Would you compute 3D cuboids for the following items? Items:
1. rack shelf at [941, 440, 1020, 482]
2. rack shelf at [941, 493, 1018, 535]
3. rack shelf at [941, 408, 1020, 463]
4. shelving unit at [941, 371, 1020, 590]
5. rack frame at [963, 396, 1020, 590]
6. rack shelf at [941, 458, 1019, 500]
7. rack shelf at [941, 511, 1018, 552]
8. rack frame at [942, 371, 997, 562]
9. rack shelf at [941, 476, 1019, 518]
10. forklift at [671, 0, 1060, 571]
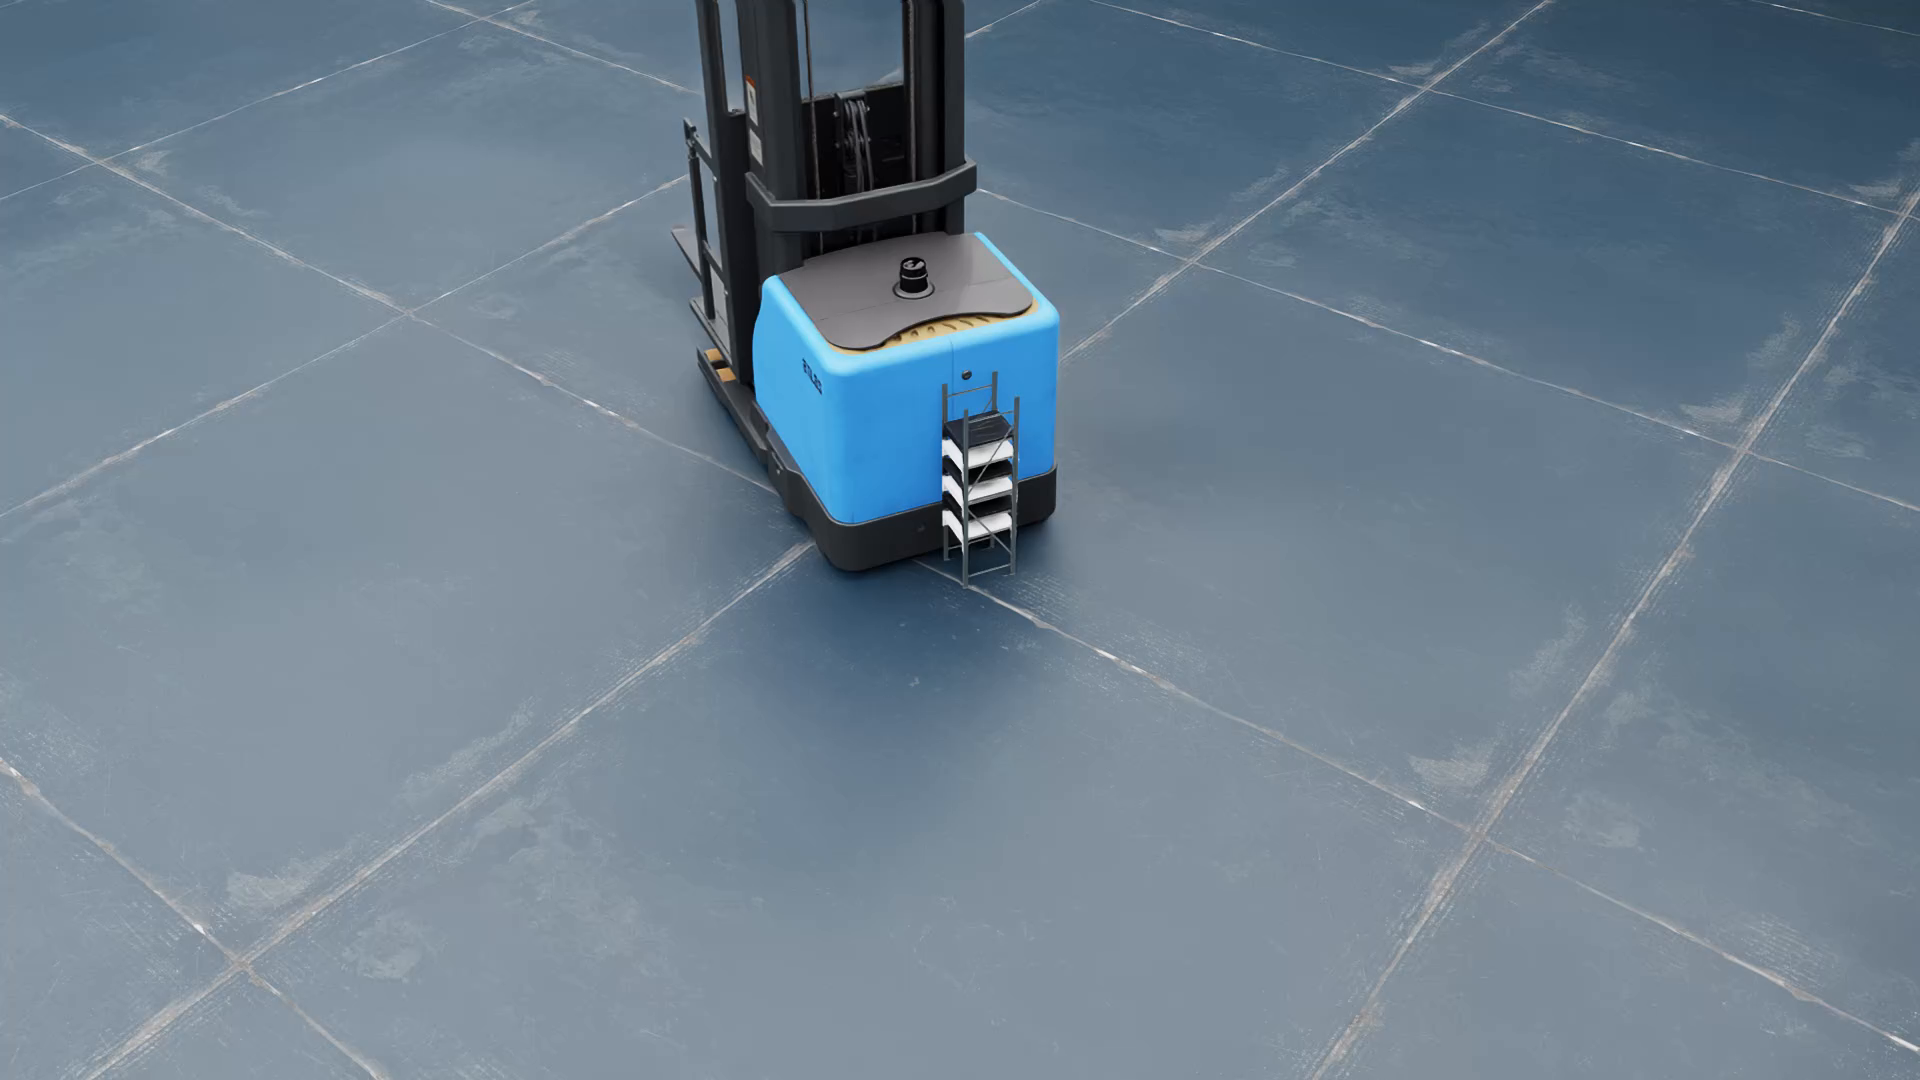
[{"bbox_3d":[0.081,-0.350,6.729,0.258,0.077,0.200,-16,41,-19],"label":"rack shelf"},{"bbox_3d":[0.081,-0.138,6.896,0.258,0.077,0.200,-16,41,-19],"label":"rack shelf"},{"bbox_3d":[0.081,-0.421,6.674,0.258,0.077,0.200,-16,41,-19],"label":"rack shelf"},{"bbox_3d":[0.081,-0.235,6.820,0.258,0.900,0.210,-16,41,-19],"label":"shelving unit"},{"bbox_3d":[0.123,-0.178,6.747,0.240,0.900,0.006,-16,41,-19],"label":"rack frame"},{"bbox_3d":[0.081,-0.279,6.785,0.258,0.077,0.200,-16,41,-19],"label":"rack shelf"},{"bbox_3d":[0.081,-0.067,6.951,0.258,0.077,0.200,-16,41,-19],"label":"rack shelf"},{"bbox_3d":[0.039,-0.292,6.893,0.240,0.900,0.006,-16,41,-19],"label":"rack frame"},{"bbox_3d":[0.081,-0.208,6.840,0.258,0.077,0.200,-16,41,-19],"label":"rack shelf"},{"bbox_3d":[-0.648,-1.929,7.337,1.130,2.935,3.031,-16,41,-19],"label":"forklift"}]
